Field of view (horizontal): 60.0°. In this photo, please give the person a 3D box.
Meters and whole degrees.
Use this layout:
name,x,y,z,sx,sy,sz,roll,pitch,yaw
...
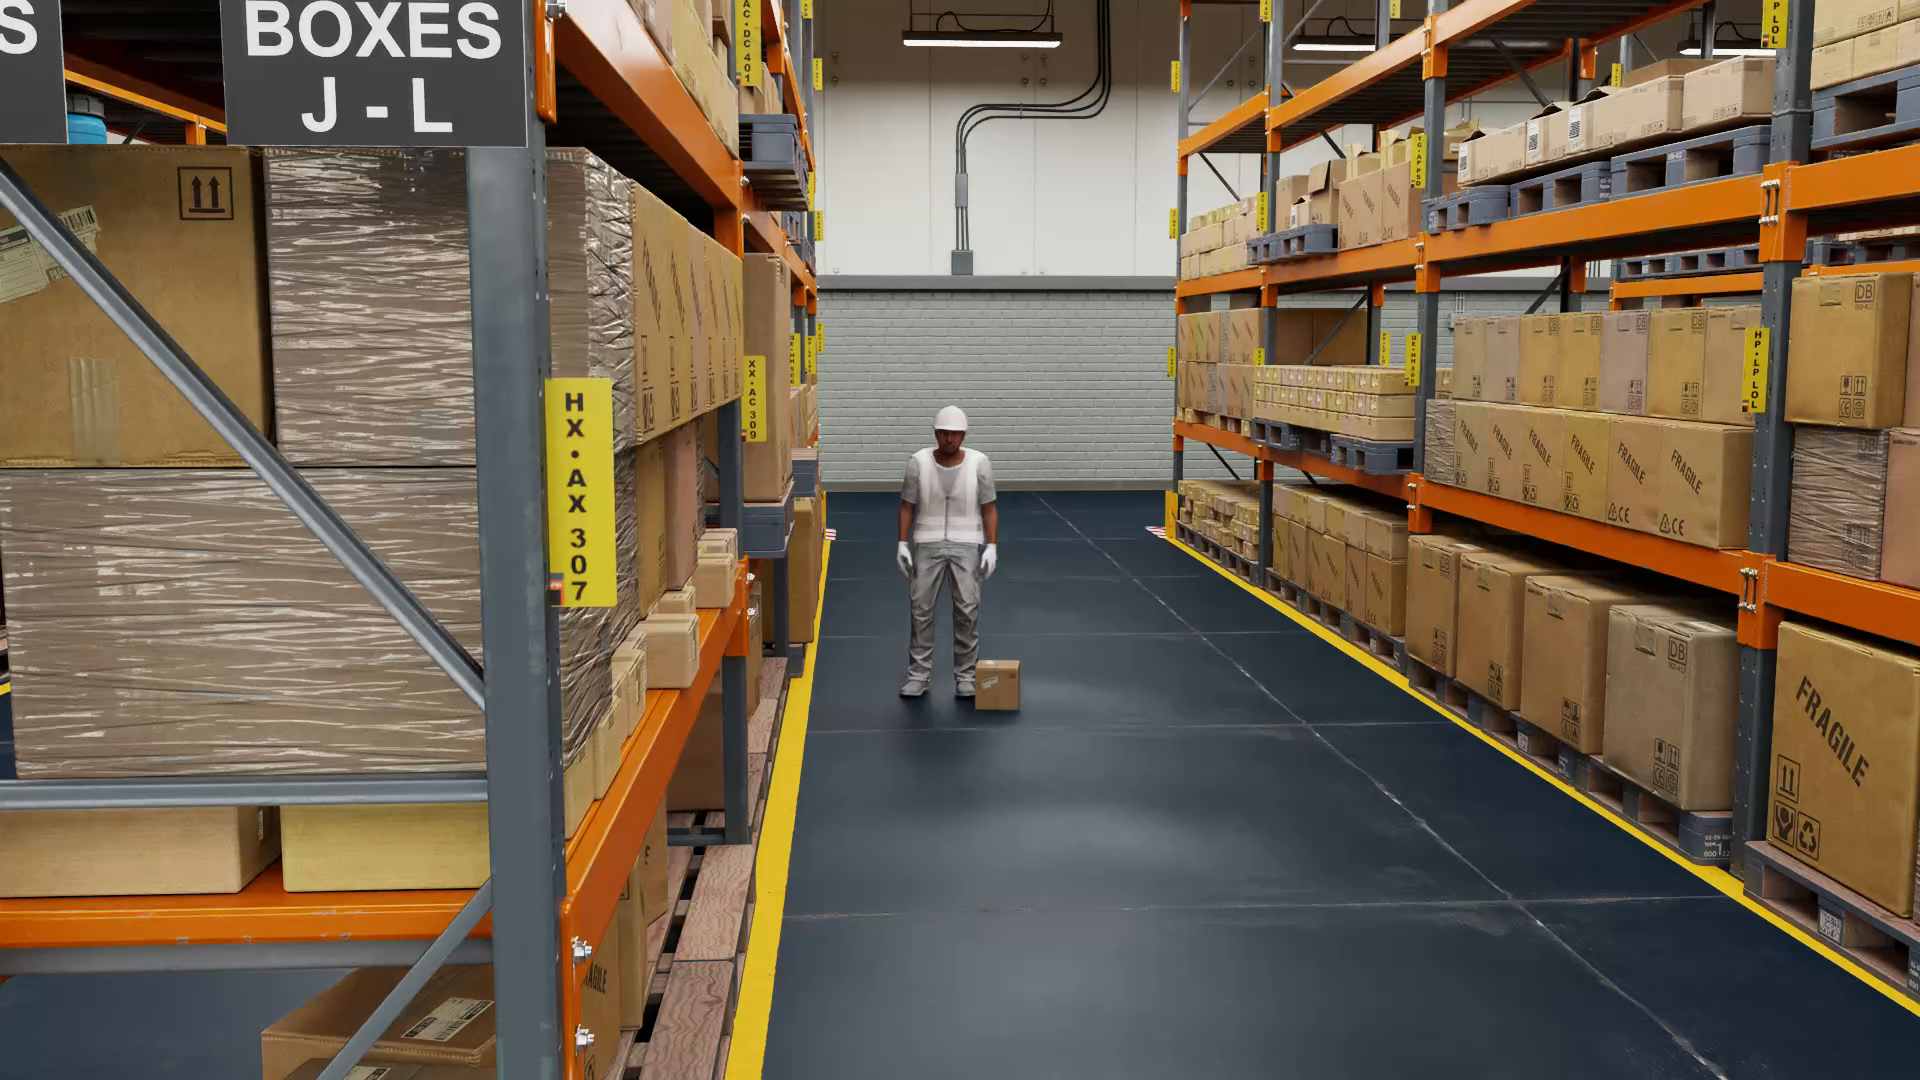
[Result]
name,x,y,z,sx,sy,sz,roll,pitch,yaw
person,-0.078,0.069,10.120,0.618,1.771,0.451,0,7,3
